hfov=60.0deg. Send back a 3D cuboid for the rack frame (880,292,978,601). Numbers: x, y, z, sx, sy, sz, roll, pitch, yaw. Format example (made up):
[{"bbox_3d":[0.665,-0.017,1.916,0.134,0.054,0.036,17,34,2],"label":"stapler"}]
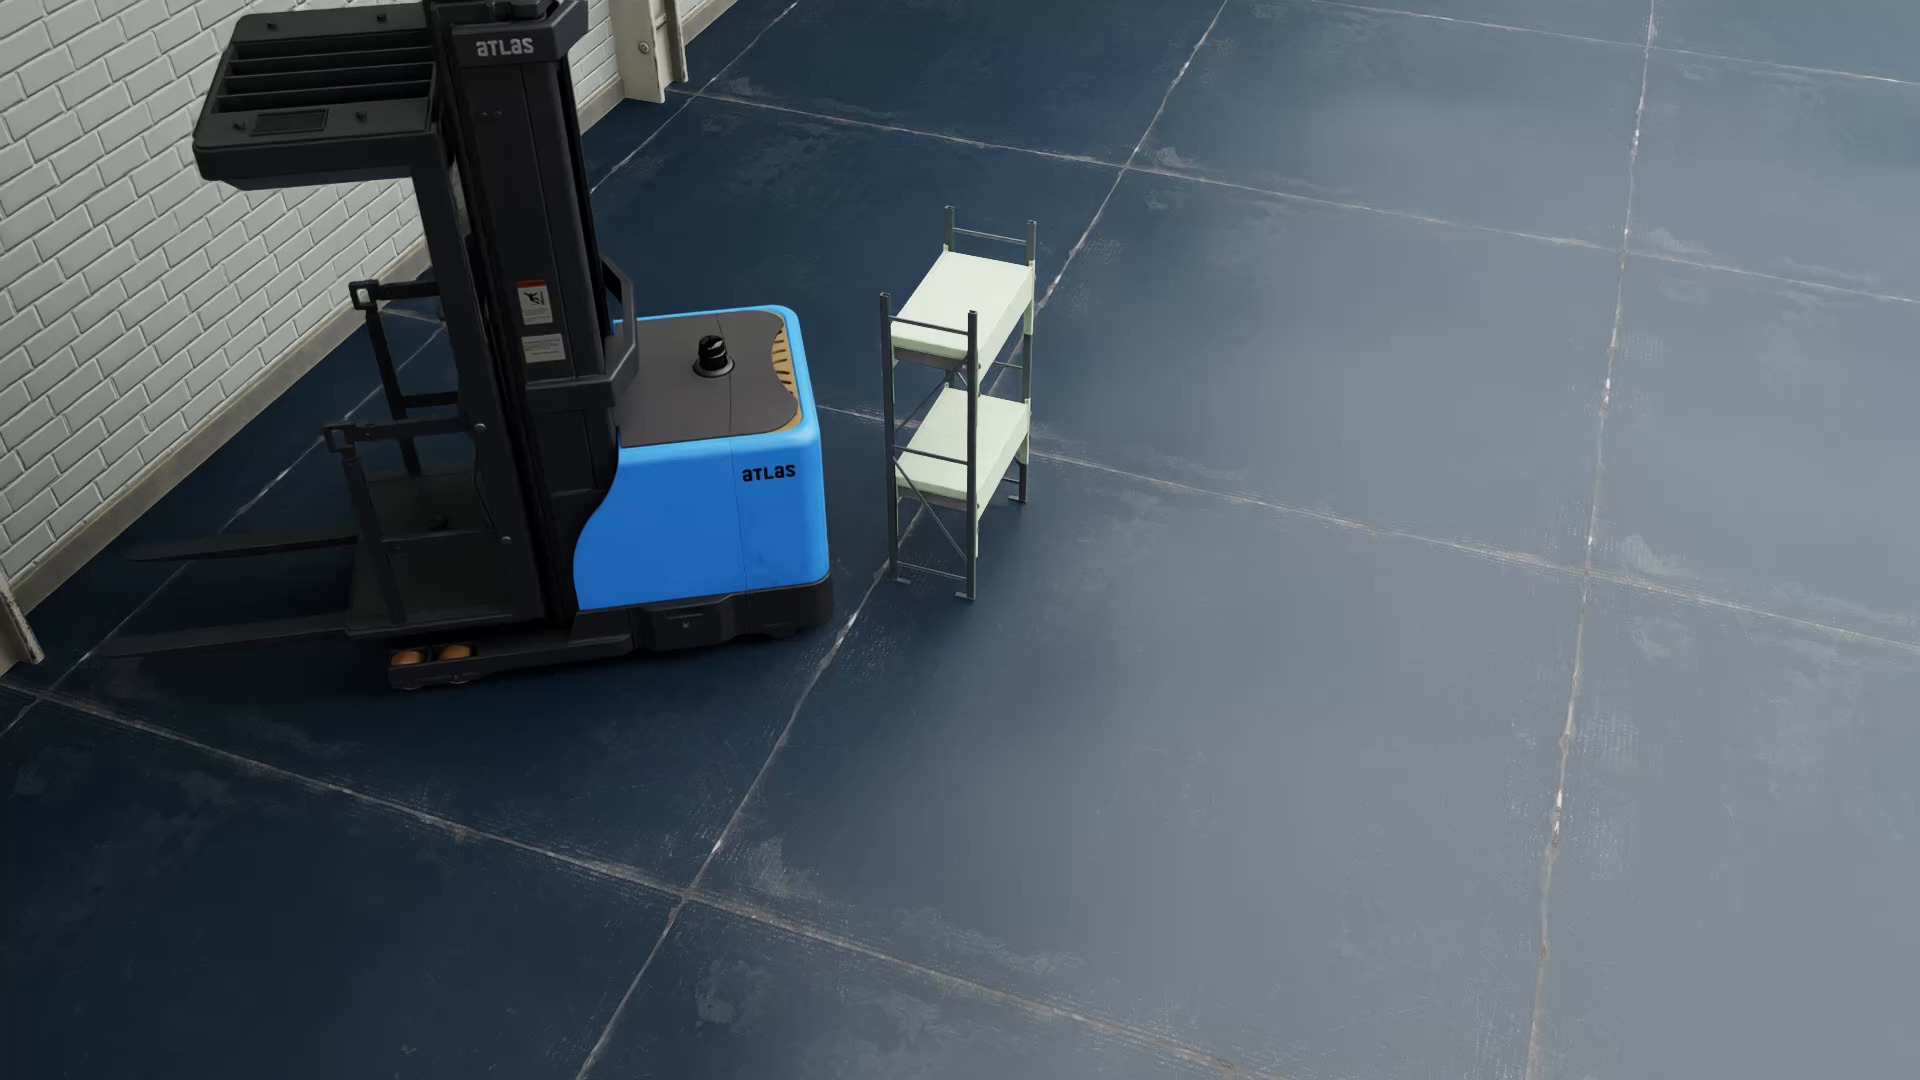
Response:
[{"bbox_3d":[-0.123,-0.351,6.960,0.400,1.500,0.023,13,42,15],"label":"rack frame"}]

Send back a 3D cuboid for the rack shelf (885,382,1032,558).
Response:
[{"bbox_3d":[0.002,-0.327,7.433,0.431,0.370,0.720,13,42,15],"label":"rack shelf"}]

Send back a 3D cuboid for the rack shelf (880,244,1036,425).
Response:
[{"bbox_3d":[0.002,-0.872,6.968,0.431,0.370,0.720,13,42,15],"label":"rack shelf"}]

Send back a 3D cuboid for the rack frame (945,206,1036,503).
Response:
[{"bbox_3d":[0.127,-0.798,7.483,0.400,1.500,0.023,13,42,15],"label":"rack frame"}]

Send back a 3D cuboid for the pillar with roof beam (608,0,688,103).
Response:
[{"bbox_3d":[1.970,-5.544,7.268,9.100,9.000,0.400,13,42,15],"label":"pillar with roof beam"}]

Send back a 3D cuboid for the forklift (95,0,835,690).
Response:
[{"bbox_3d":[-2.111,-0.861,6.454,3.031,2.935,1.130,-7,41,-8],"label":"forklift"}]

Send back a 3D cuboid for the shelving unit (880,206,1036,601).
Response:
[{"bbox_3d":[0.002,-0.575,7.222,0.431,1.500,0.755,13,42,15],"label":"shelving unit"}]
